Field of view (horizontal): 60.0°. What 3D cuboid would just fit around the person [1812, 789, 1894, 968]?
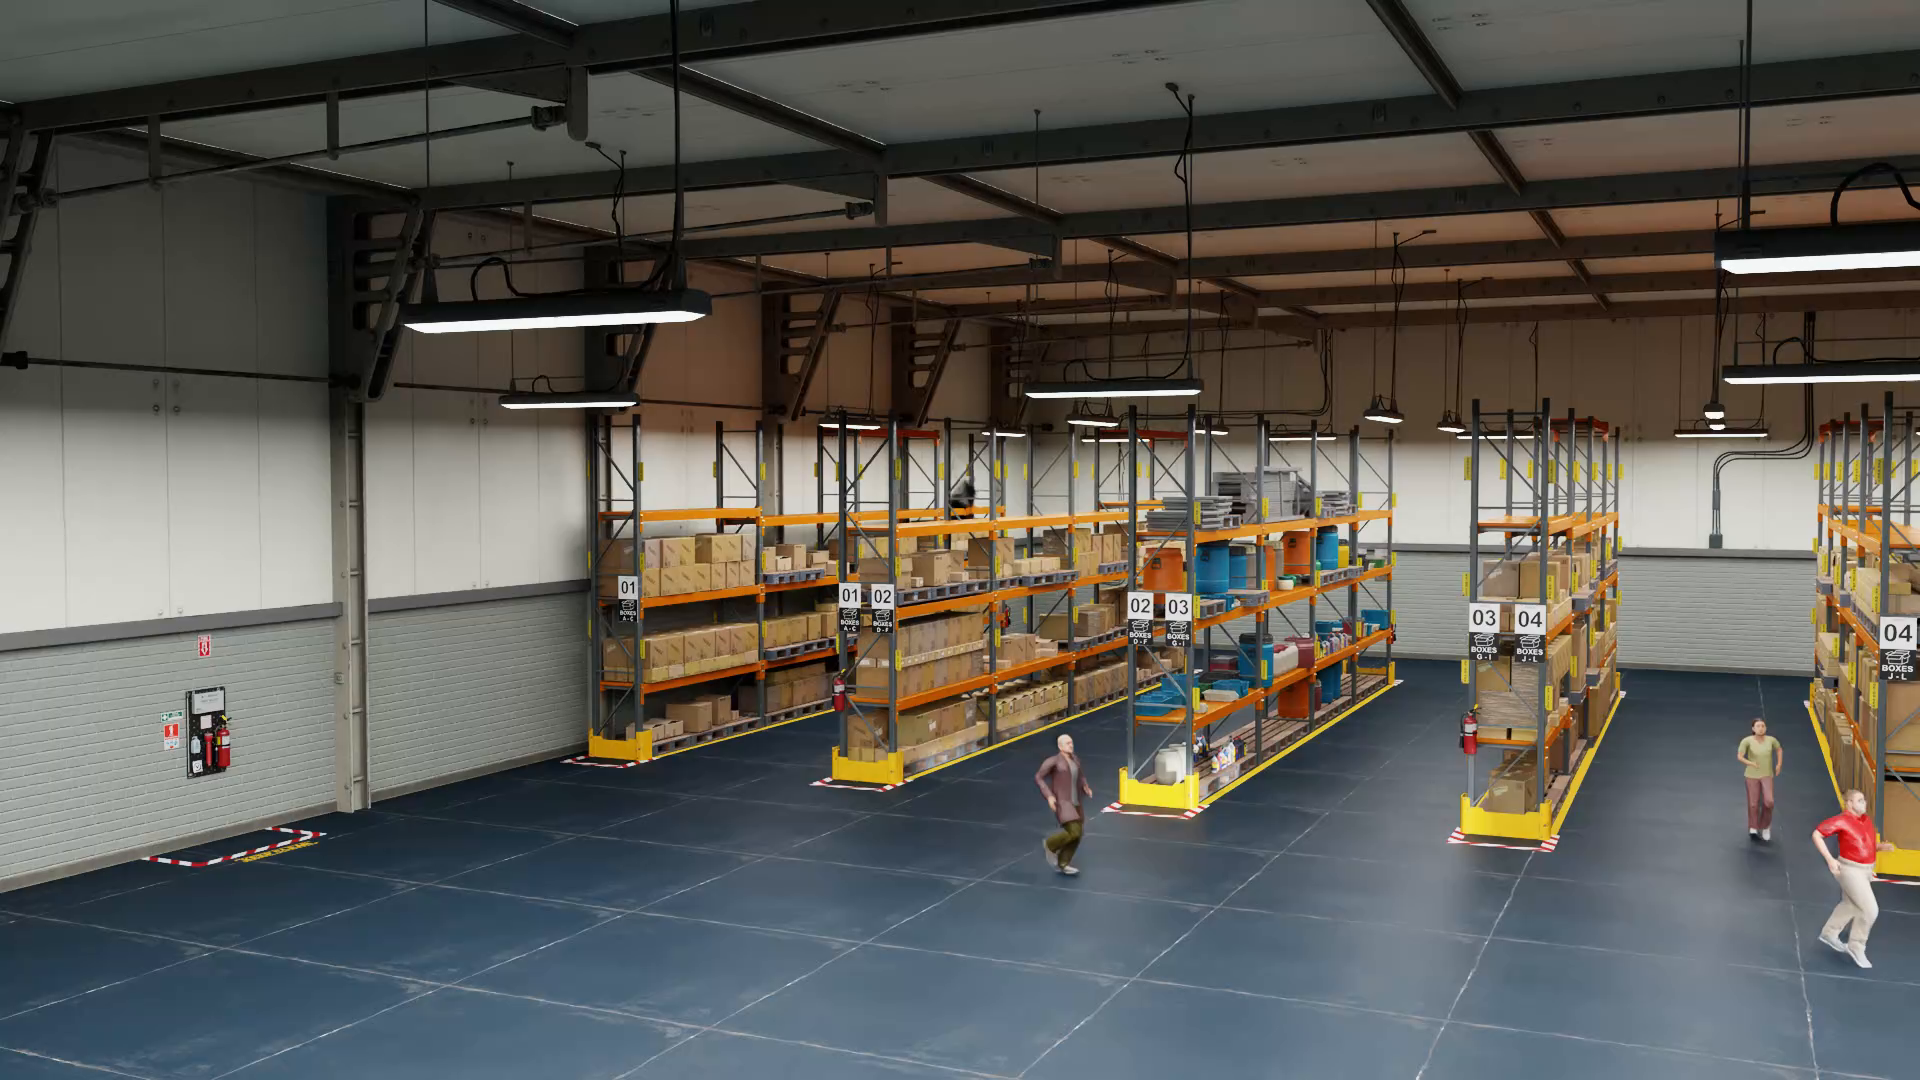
[{"bbox_3d":[9.144,3.451,17.000,0.631,1.798,0.768,-2,3,-35],"label":"person"}]

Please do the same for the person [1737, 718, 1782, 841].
[{"bbox_3d":[10.867,3.253,22.581,0.591,1.651,0.643,1,2,17],"label":"person"}]

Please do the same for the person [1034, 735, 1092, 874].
[{"bbox_3d":[1.347,3.286,20.632,0.714,1.732,0.624,-2,3,-43],"label":"person"}]
